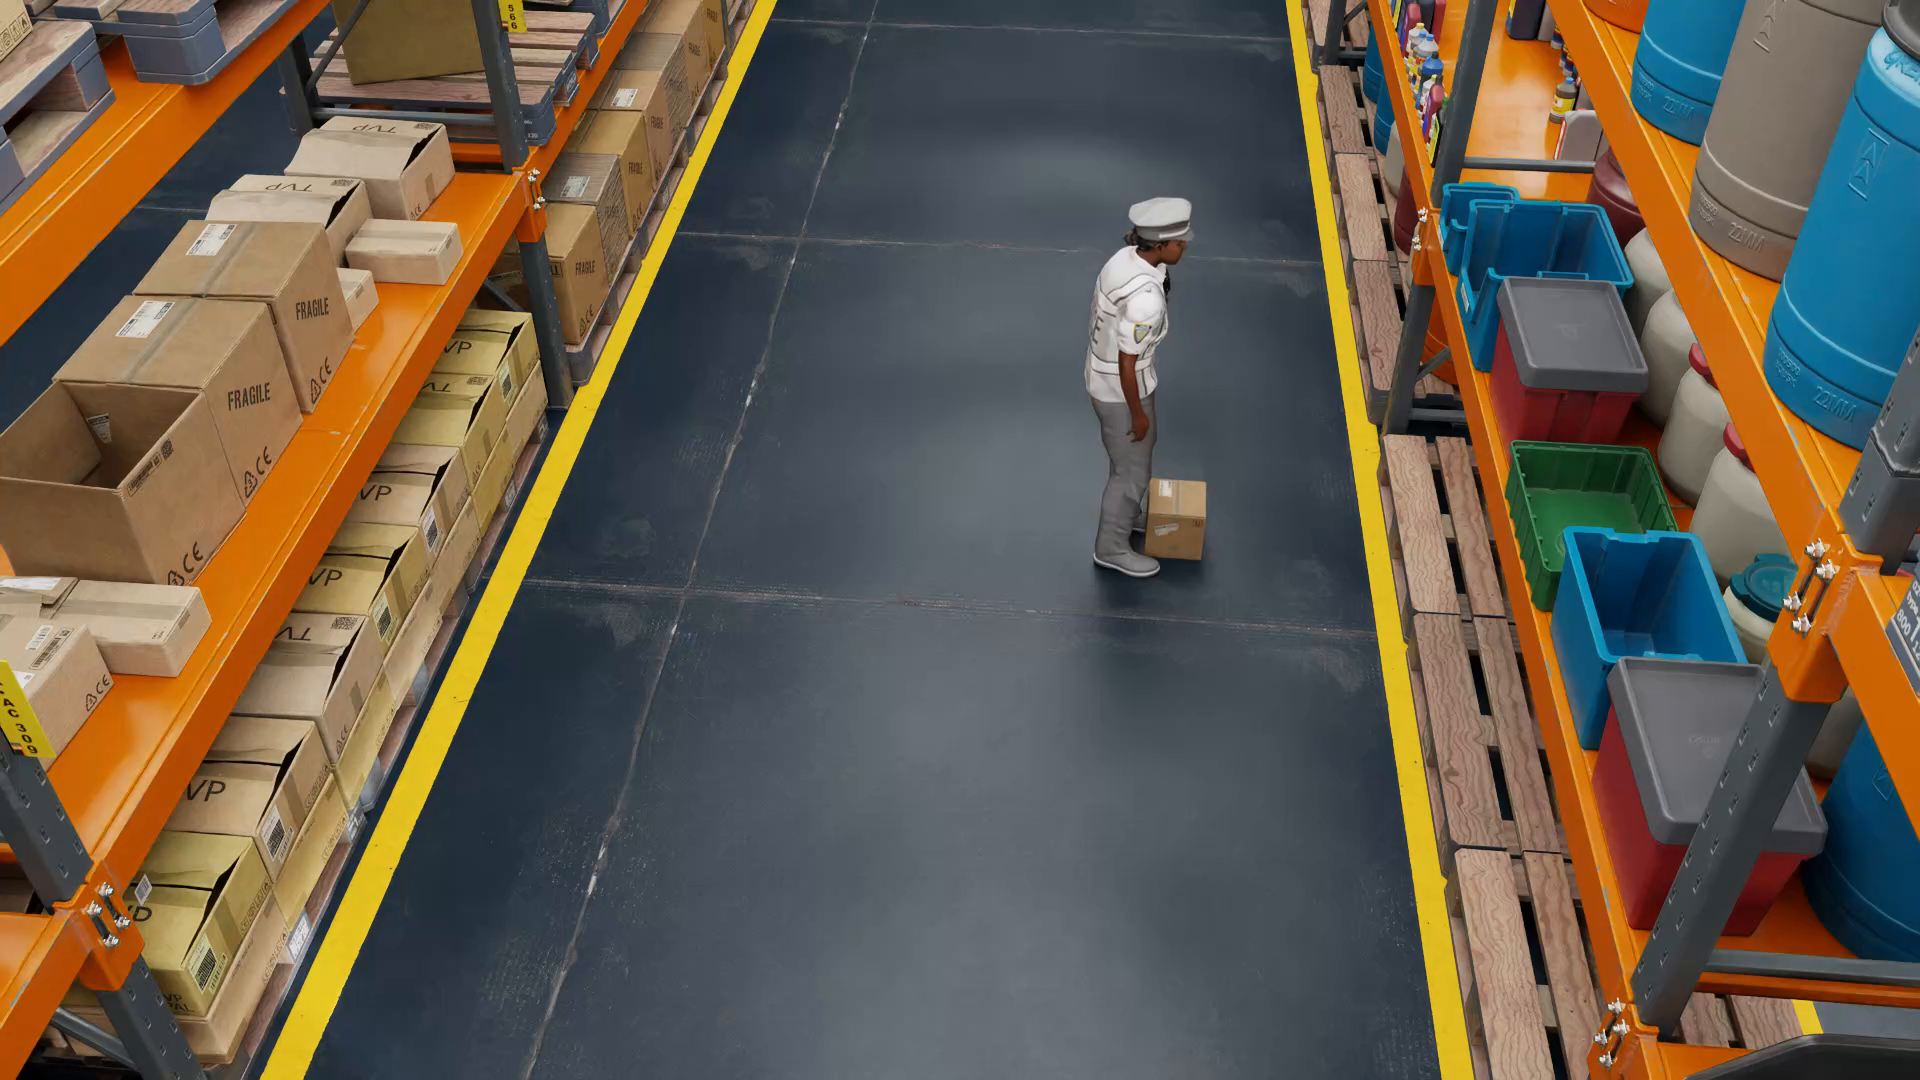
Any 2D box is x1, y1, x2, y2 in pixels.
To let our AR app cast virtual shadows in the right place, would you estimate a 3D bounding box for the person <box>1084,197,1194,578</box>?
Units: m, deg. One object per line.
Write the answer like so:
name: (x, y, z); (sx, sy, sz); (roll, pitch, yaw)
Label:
person: (0.730, -0.633, 6.904); (0.427, 1.657, 0.522); (1, 40, 1)
